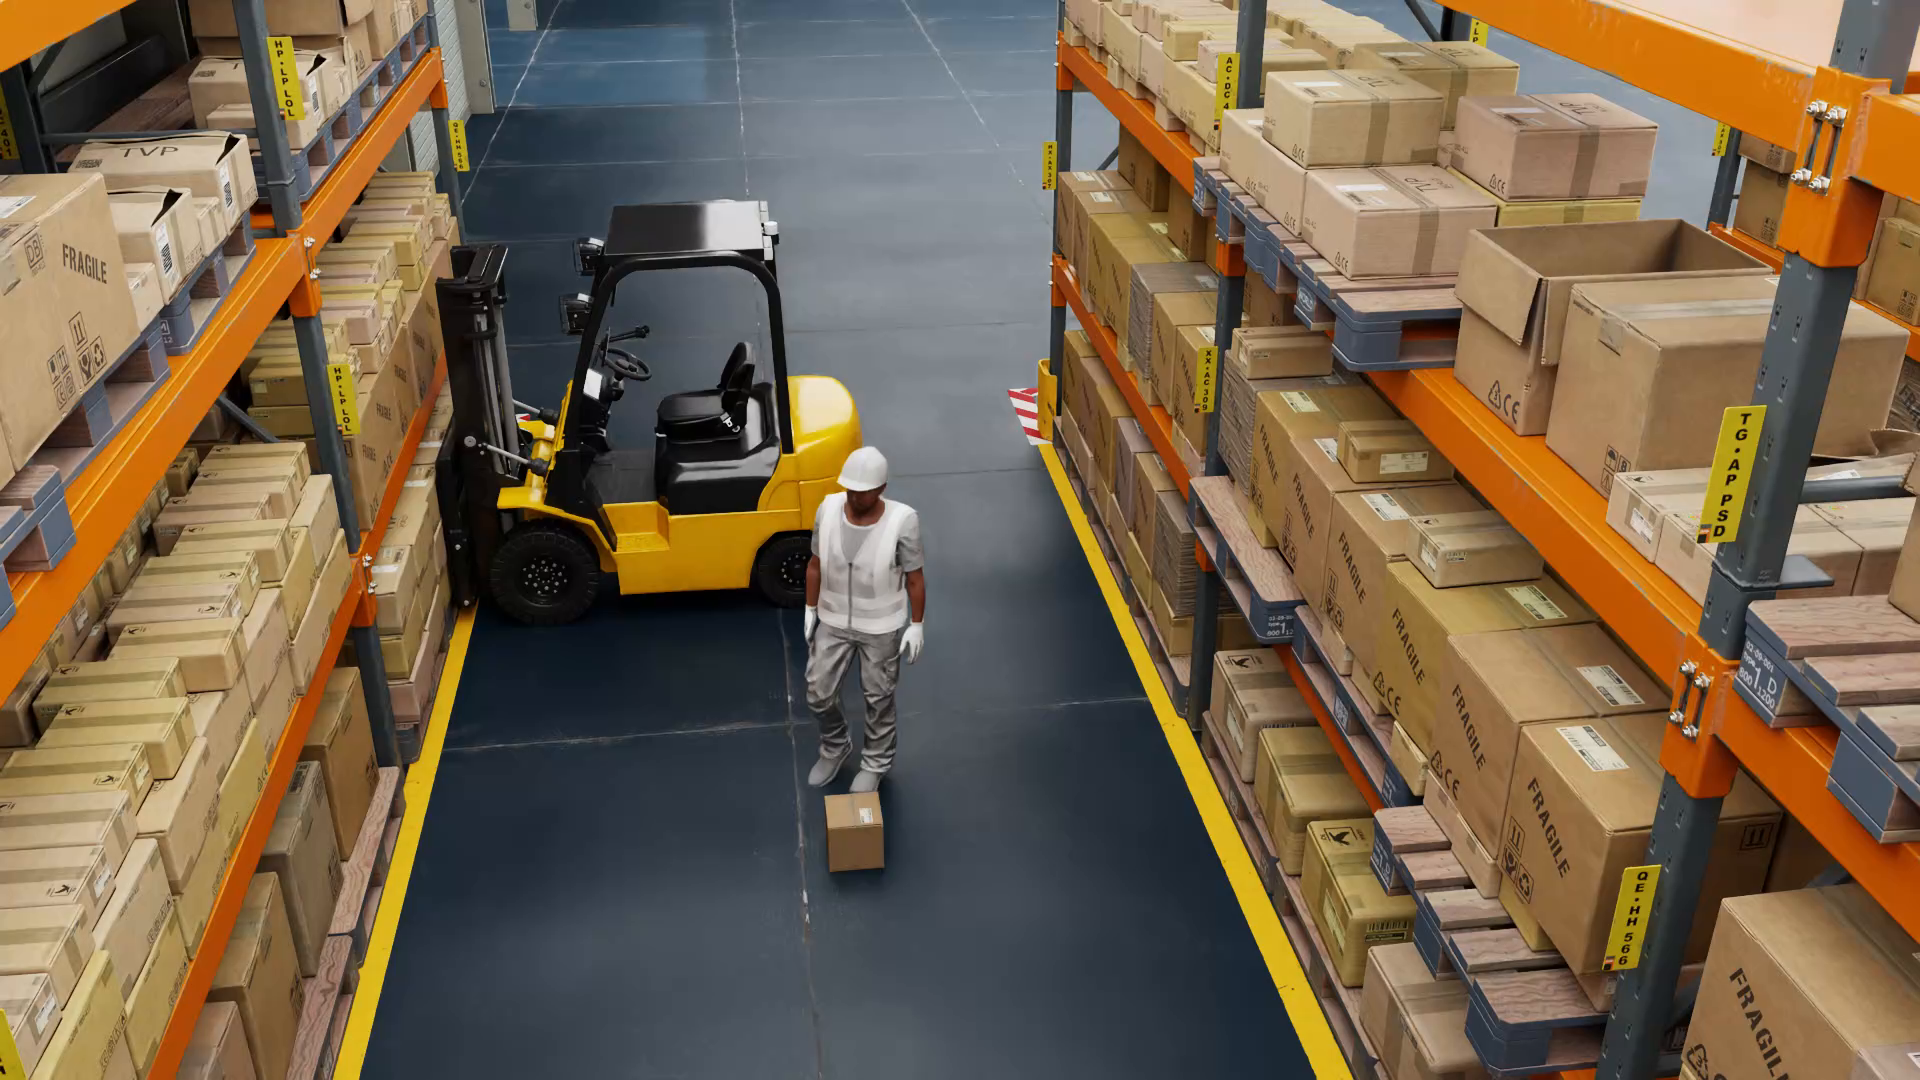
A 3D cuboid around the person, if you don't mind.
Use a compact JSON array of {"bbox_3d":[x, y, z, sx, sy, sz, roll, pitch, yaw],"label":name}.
[{"bbox_3d":[-0.462,0.412,7.785,0.576,1.808,0.404,8,28,15],"label":"person"}]
